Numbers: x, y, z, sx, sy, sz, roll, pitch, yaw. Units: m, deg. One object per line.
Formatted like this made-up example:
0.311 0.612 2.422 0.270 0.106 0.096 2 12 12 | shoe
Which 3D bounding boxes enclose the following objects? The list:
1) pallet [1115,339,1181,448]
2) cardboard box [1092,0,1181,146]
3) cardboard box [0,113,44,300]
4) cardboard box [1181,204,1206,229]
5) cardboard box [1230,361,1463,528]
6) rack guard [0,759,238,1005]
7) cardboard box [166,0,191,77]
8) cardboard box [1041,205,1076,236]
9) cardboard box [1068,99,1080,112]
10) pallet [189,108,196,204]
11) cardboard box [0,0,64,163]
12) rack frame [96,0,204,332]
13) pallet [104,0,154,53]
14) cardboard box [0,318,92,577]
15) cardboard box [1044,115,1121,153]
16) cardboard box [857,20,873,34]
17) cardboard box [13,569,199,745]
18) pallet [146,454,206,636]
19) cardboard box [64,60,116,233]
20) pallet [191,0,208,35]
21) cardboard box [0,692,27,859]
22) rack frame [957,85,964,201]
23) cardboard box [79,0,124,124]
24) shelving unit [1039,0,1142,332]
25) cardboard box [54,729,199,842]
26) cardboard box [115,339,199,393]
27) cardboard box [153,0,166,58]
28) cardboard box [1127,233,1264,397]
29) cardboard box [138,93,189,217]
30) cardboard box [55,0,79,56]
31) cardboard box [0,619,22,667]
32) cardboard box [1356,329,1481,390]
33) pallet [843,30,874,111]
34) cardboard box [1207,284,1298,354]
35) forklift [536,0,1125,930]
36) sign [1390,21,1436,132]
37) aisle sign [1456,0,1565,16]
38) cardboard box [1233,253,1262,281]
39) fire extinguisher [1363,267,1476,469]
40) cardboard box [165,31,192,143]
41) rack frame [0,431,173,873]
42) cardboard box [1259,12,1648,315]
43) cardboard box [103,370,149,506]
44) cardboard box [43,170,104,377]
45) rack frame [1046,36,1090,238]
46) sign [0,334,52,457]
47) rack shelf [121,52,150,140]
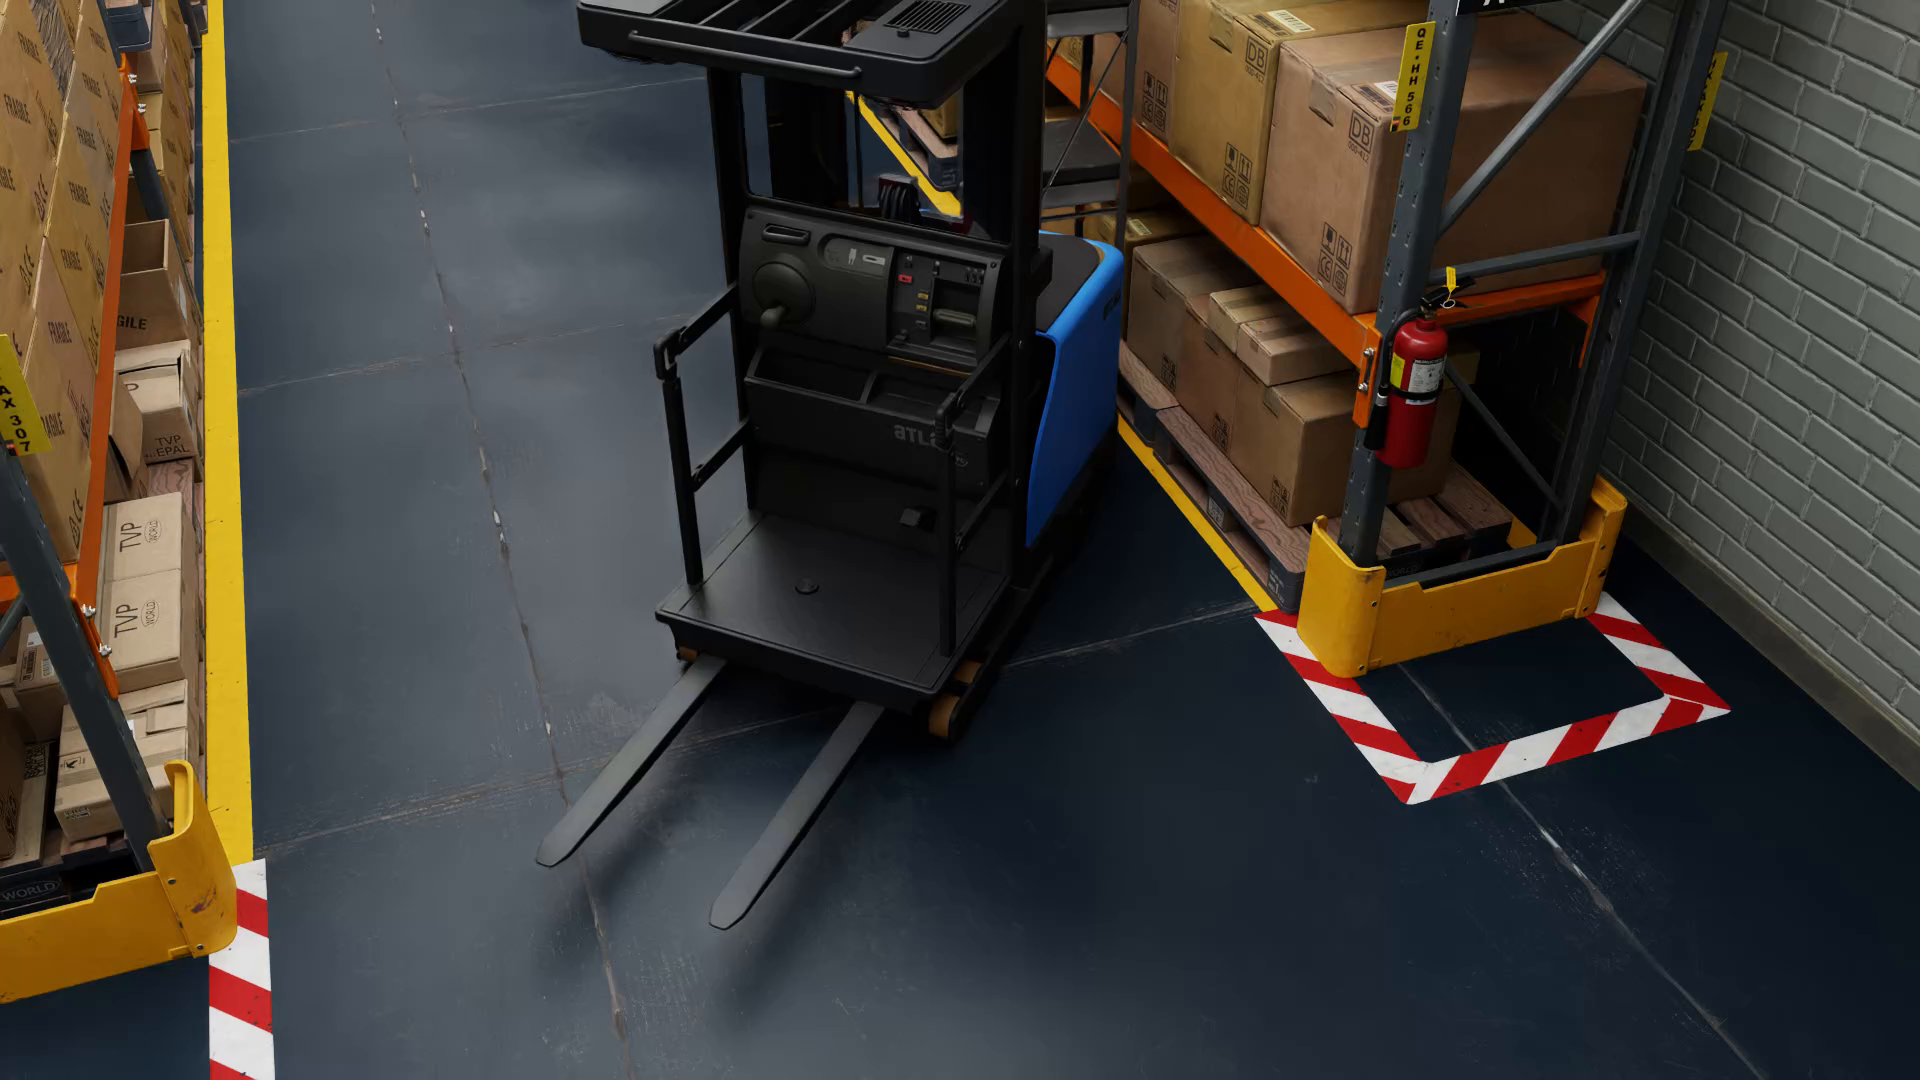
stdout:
1.089 -0.922 7.798 1.003 0.211 1.213 -12 39 -16 | pallet
1.154 -2.159 6.874 0.980 0.700 0.700 -14 39 -18 | cardboard box
-2.888 -0.923 4.568 0.500 0.500 0.500 -12 39 -15 | cardboard box
1.225 -1.545 7.497 0.380 0.149 0.250 -13 39 -17 | cardboard box
1.519 -0.456 6.591 0.700 0.500 0.500 -12 39 -16 | cardboard box
-2.822 1.071 4.912 1.175 0.500 0.348 -12 39 -16 | rack guard
-5.007 -3.101 10.086 0.500 0.500 0.500 -11 38 -14 | cardboard box
0.808 -1.613 8.127 0.700 0.500 0.500 -13 39 -16 | cardboard box
0.775 -2.279 8.472 0.380 0.149 0.250 -13 39 -16 | cardboard box
-4.912 -2.172 9.458 1.003 0.211 1.213 -12 39 -16 | pallet
-3.232 -1.493 5.325 0.500 0.500 0.500 -13 39 -16 | cardboard box
-4.173 -2.144 7.103 1.000 3.000 0.127 -12 39 -16 | rack frame
-4.345 -2.541 7.790 1.003 0.211 1.213 -12 39 -16 | pallet
-2.701 -0.230 4.479 0.500 0.500 0.500 -12 39 -15 | cardboard box
0.585 -1.925 8.002 0.380 0.149 0.250 -11 38 -14 | cardboard box
-0.177 -3.323 10.106 0.750 0.750 0.750 -11 38 -15 | cardboard box
-2.889 0.390 5.659 0.500 0.250 0.500 -12 39 -16 | cardboard box
-3.514 0.048 6.511 1.003 0.211 1.213 -12 39 -16 | pallet
-3.402 -1.374 5.998 0.500 0.500 0.500 -12 39 -15 | cardboard box
-5.796 -3.763 11.570 1.003 0.211 1.213 -12 39 -16 | pallet
-3.215 0.682 5.063 0.500 0.500 0.500 -12 39 -16 | cardboard box
0.477 -3.172 8.468 1.000 3.000 0.127 -12 39 -16 | rack frame
-3.760 -1.955 6.769 0.500 0.500 0.500 -12 39 -15 | cardboard box
0.416 -1.455 6.934 0.431 2.100 0.503 -10 38 -13 | shelving unit
-2.618 0.771 5.237 0.380 0.149 0.250 -12 39 -16 | cardboard box
-3.525 -0.718 7.215 0.380 0.149 0.250 -12 39 -16 | cardboard box
-4.628 -2.793 9.053 0.500 0.250 0.500 -13 39 -17 | cardboard box
1.173 -1.023 7.343 0.700 0.500 0.500 -14 39 -17 | cardboard box
-4.304 -1.944 8.550 0.500 0.500 0.500 -12 39 -15 | cardboard box
-3.577 -2.062 6.081 0.500 0.500 0.500 -13 39 -17 | cardboard box
-3.513 0.239 5.859 0.500 0.250 0.500 -12 39 -16 | cardboard box
1.750 -0.686 6.357 0.380 0.149 0.250 -12 39 -16 | cardboard box
-0.283 -3.169 10.781 1.003 0.211 1.213 -12 39 -16 | pallet
1.215 -0.894 6.634 0.380 0.149 0.250 -11 38 -15 | cardboard box
-0.390 -0.767 5.332 1.130 2.935 3.031 15 39 18 | forklift
1.339 -1.365 4.909 0.100 0.325 0.005 -12 39 -16 | sign
1.597 -1.848 4.549 0.394 0.787 0.004 -12 39 -16 | aisle sign
1.401 -1.257 7.115 0.380 0.149 0.250 -12 39 -15 | cardboard box
1.472 -0.552 5.363 0.296 0.674 0.183 -12 39 -16 | fire extinguisher
-4.643 -2.514 9.306 0.500 0.500 0.500 -14 39 -18 | cardboard box
-2.796 0.116 4.103 1.000 3.000 0.127 -12 39 -16 | rack frame
1.669 -1.318 5.757 0.980 0.700 0.700 -11 38 -14 | cardboard box
-3.521 -0.262 6.314 0.797 0.503 0.637 -12 39 -16 | cardboard box
-3.054 -0.804 5.241 0.500 0.500 0.500 -13 39 -16 | cardboard box
0.348 -1.595 7.122 0.400 2.100 0.015 -10 38 -13 | rack frame
-2.287 -0.343 3.992 0.100 0.325 0.005 -12 39 -16 | sign
-4.861 -2.986 8.820 1.077 0.370 4.000 -12 39 -16 | rack shelf
